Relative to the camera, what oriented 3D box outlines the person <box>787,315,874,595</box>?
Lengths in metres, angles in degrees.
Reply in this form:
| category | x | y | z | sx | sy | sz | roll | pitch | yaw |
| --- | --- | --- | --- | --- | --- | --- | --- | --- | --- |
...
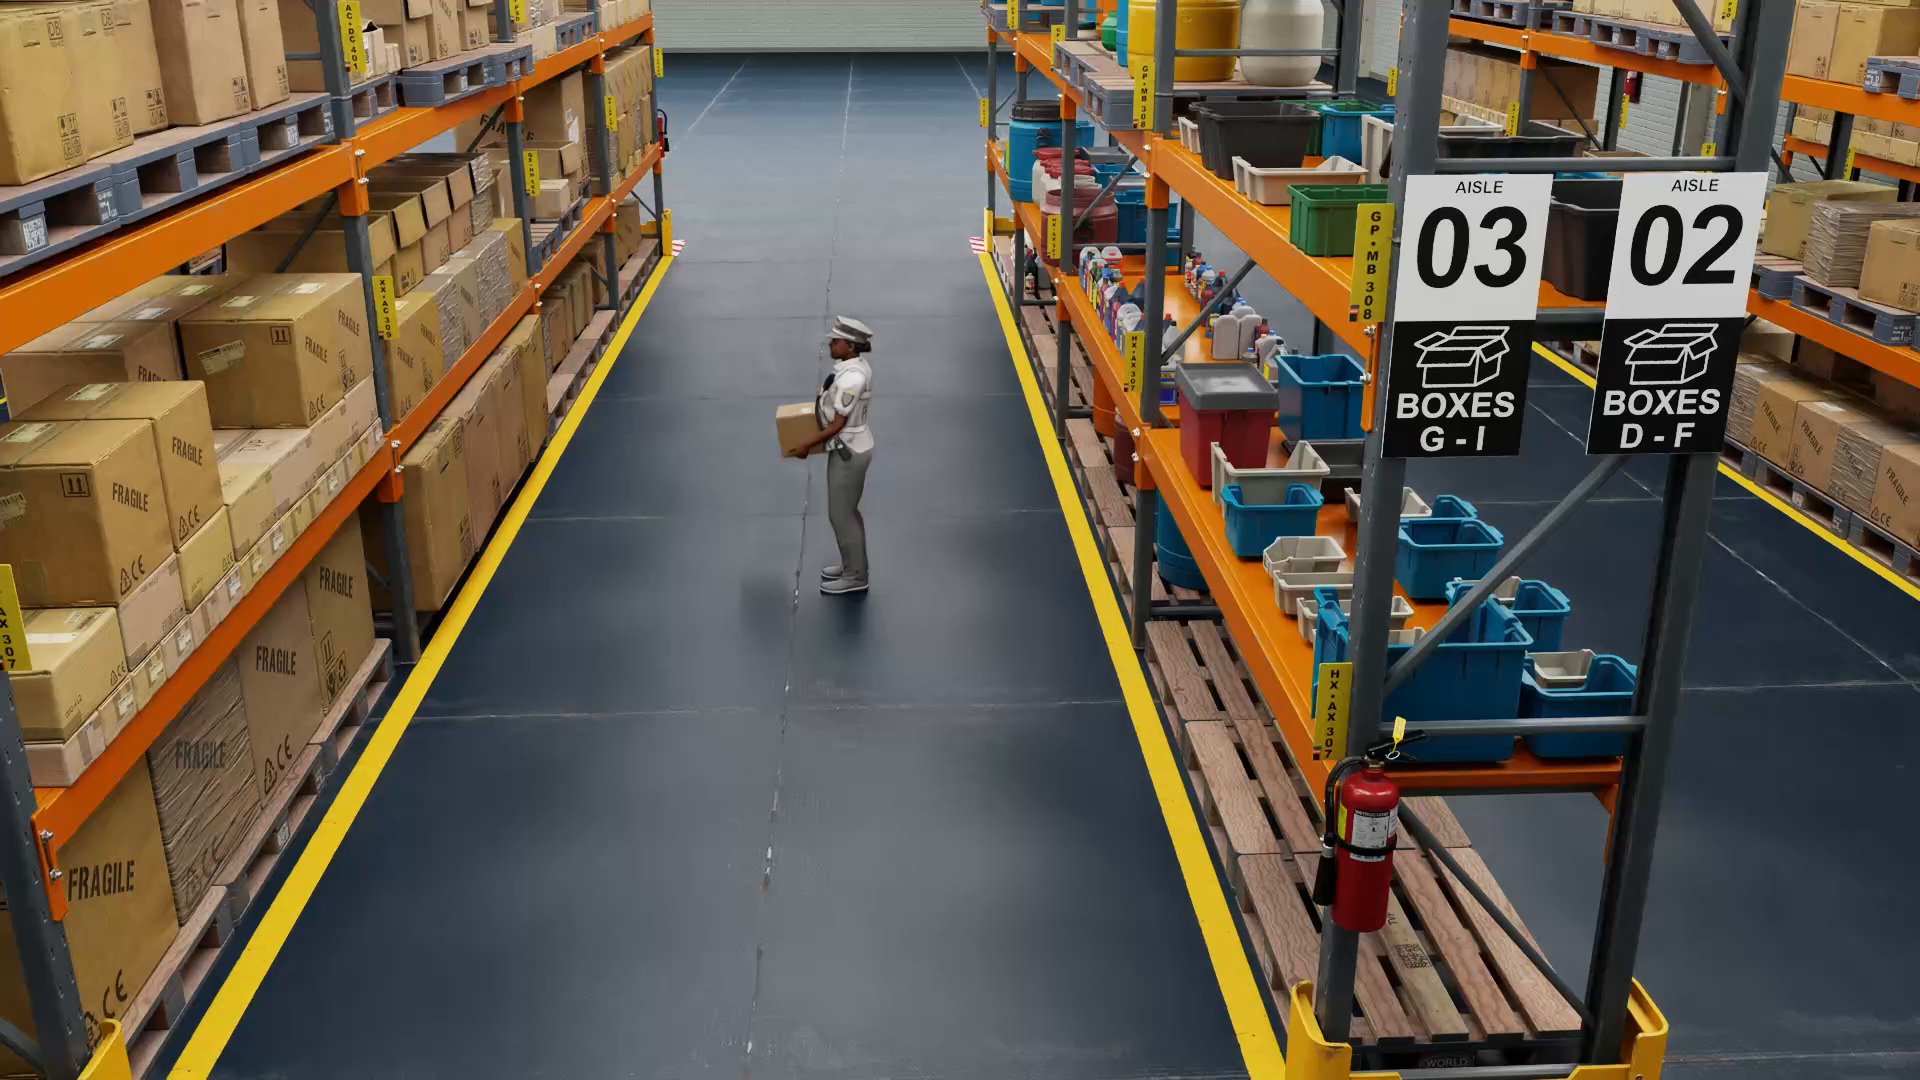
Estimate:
| category | x | y | z | sx | sy | sz | roll | pitch | yaw |
| --- | --- | --- | --- | --- | --- | --- | --- | --- | --- |
| person | -0.763 | -0.519 | 9.931 | 0.520 | 1.690 | 0.449 | -1 | 21 | -2 |
